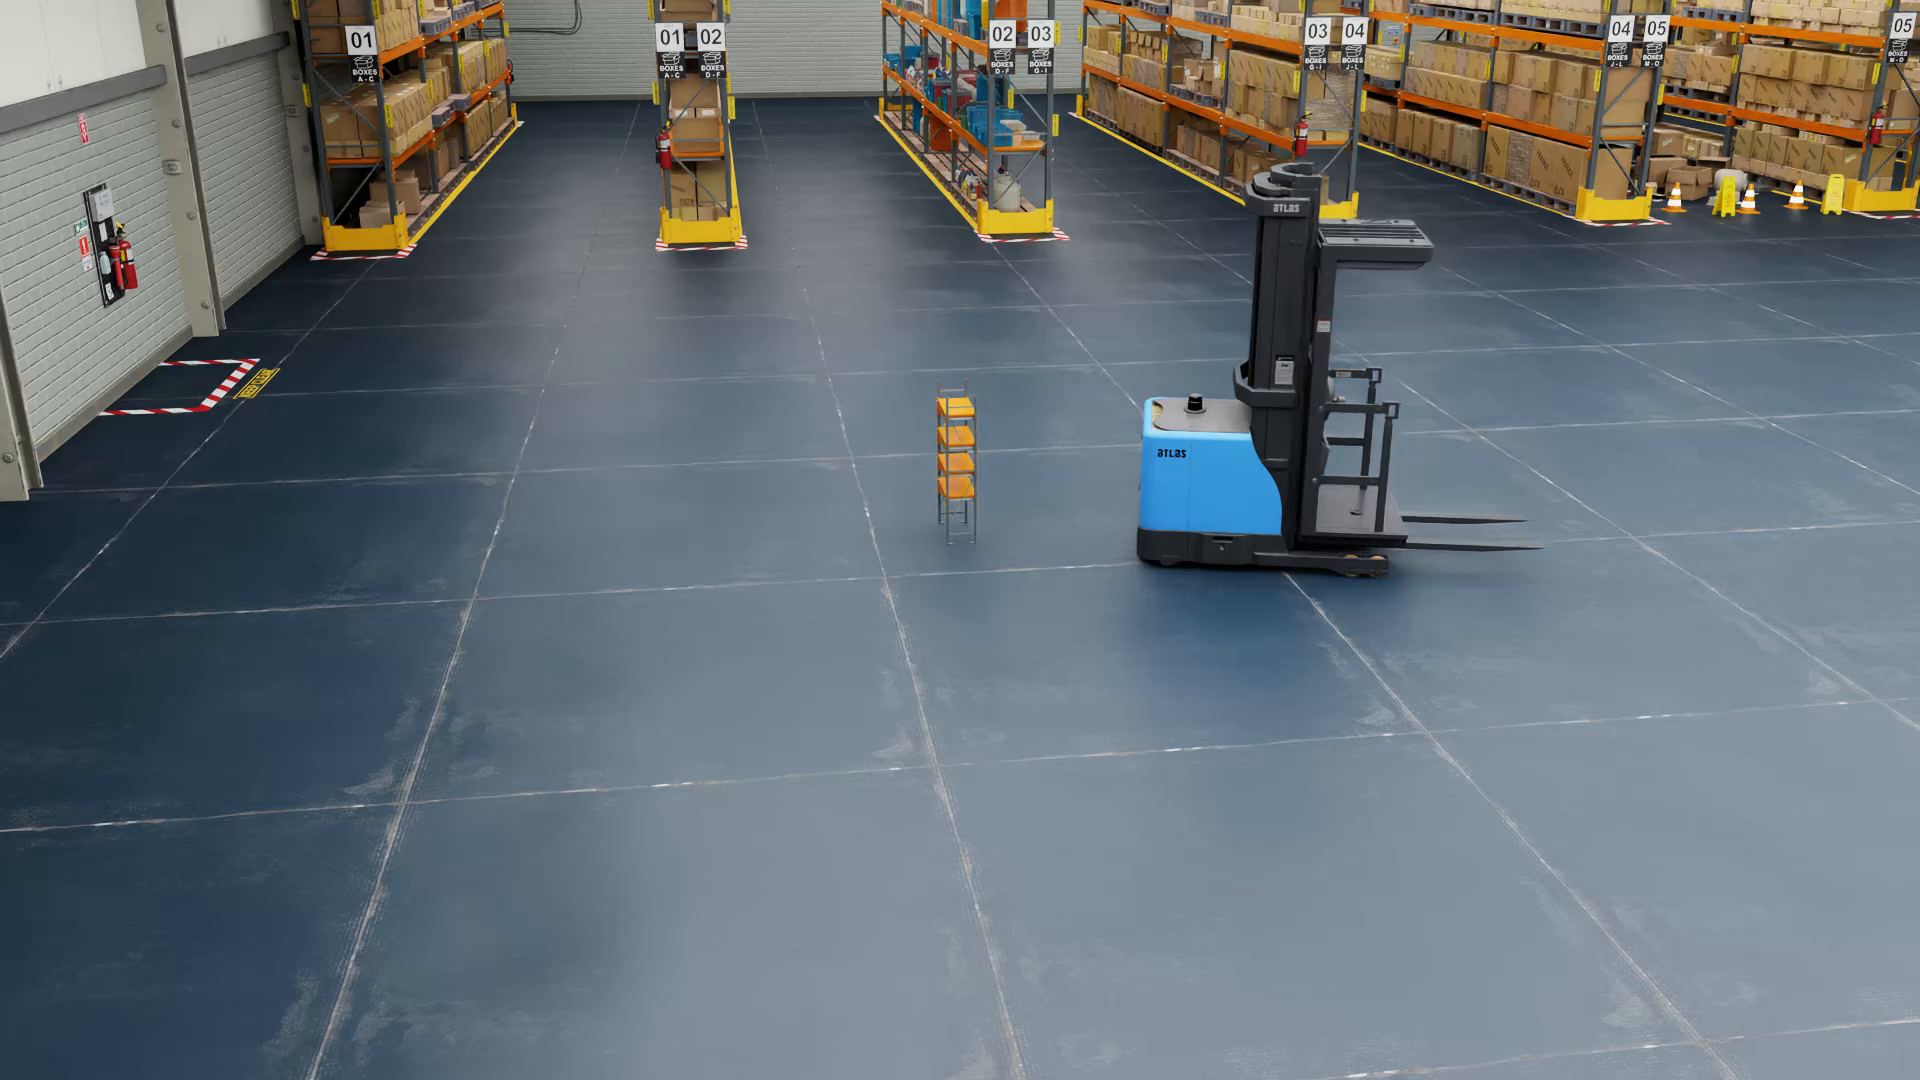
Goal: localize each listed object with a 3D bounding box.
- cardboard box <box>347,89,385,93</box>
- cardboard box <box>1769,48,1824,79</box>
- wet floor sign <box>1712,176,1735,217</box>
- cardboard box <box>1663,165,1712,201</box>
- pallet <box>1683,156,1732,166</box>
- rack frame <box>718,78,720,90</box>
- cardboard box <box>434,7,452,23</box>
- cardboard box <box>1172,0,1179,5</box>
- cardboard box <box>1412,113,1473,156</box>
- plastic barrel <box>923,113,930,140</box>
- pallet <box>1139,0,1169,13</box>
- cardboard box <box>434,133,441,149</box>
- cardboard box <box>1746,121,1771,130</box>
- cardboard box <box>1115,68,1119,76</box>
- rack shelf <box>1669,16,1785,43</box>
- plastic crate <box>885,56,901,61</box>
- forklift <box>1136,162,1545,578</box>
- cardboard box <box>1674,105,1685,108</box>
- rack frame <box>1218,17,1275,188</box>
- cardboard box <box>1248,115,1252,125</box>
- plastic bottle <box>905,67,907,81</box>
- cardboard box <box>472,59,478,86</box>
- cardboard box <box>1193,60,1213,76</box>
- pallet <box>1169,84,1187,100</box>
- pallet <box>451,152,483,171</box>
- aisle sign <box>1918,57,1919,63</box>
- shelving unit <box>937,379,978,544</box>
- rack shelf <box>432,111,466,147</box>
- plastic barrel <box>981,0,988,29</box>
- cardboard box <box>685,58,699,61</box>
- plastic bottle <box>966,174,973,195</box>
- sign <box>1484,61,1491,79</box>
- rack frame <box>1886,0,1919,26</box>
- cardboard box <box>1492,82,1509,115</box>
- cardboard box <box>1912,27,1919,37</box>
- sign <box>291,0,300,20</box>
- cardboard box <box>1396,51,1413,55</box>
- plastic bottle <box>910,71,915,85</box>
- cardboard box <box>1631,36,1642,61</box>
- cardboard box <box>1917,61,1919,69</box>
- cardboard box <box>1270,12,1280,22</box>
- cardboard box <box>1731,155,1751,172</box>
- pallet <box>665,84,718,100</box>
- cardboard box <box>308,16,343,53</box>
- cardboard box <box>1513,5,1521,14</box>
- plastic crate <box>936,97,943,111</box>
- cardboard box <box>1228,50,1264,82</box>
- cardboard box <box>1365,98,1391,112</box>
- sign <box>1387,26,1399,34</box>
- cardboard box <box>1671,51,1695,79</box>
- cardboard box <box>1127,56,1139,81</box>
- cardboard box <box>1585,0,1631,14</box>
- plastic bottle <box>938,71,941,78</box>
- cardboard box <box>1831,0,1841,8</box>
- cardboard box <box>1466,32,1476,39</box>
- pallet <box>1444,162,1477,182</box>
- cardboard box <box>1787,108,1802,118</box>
[{"bbox_3d":[-9.456,-6.909,26.542,0.500,0.500,0.500,-2,21,-6],"label":"cardboard box"},{"bbox_3d":[15.003,-8.532,29.775,0.700,0.500,0.500,-3,21,-9],"label":"cardboard box"},{"bbox_3d":[12.713,-5.711,27.584,0.267,0.644,0.232,-7,21,-17],"label":"wet floor sign"},{"bbox_3d":[12.875,-6.319,29.417,0.637,0.503,0.797,17,27,39],"label":"cardboard box"},{"bbox_3d":[14.943,-7.357,32.611,1.003,0.211,1.213,-3,21,-8],"label":"pallet"},{"bbox_3d":[-5.129,-8.780,32.437,1.000,3.000,0.127,-3,21,-8],"label":"rack frame"},{"bbox_3d":[-9.660,-9.666,30.621,0.500,0.311,0.500,-3,21,-8],"label":"cardboard box"},{"bbox_3d":[4.487,-10.789,32.671,0.500,0.500,0.500,-3,21,-7],"label":"cardboard box"},{"bbox_3d":[9.725,-8.119,33.281,1.050,0.750,0.750,-3,21,-7],"label":"cardboard box"},{"bbox_3d":[-0.477,-8.655,34.949,0.600,0.588,0.708,-3,21,-8],"label":"plastic barrel"},{"bbox_3d":[4.364,-11.203,34.906,1.003,0.211,1.213,-2,21,-5],"label":"pallet"},{"bbox_3d":[-9.776,-7.290,30.321,0.500,0.250,0.500,-3,21,-8],"label":"cardboard box"},{"bbox_3d":[14.834,-7.693,30.857,0.380,0.149,0.250,-3,21,-7],"label":"cardboard box"},{"bbox_3d":[3.729,-10.635,37.762,0.380,0.149,0.250,-3,21,-7],"label":"cardboard box"},{"bbox_3d":[14.769,-10.154,32.857,1.077,0.370,4.000,-3,21,-8],"label":"rack shelf"},{"bbox_3d":[-1.576,-11.418,39.654,0.416,0.233,0.300,-3,21,-8],"label":"plastic crate"},{"bbox_3d":[2.902,-1.282,12.460,3.031,2.935,1.130,2,21,6],"label":"forklift"},{"bbox_3d":[18.295,-11.123,41.682,0.500,0.500,0.500,-3,21,-7],"label":"cardboard box"},{"bbox_3d":[5.251,-7.894,30.064,1.000,3.000,0.127,-3,21,-8],"label":"rack frame"},{"bbox_3d":[5.188,-7.255,28.712,0.380,0.149,0.250,-3,21,-8],"label":"cardboard box"},{"bbox_3d":[-1.173,-10.211,36.434,0.061,0.283,0.133,-3,21,-8],"label":"plastic bottle"},{"bbox_3d":[-10.067,-9.439,33.605,0.500,0.500,0.500,-2,21,-6],"label":"cardboard box"},{"bbox_3d":[4.971,-9.149,32.681,0.700,0.500,0.500,0,20,0],"label":"cardboard box"},{"bbox_3d":[4.882,-8.947,33.159,1.213,0.211,1.003,-3,21,-8],"label":"pallet"},{"bbox_3d":[-10.070,-7.500,32.994,1.003,0.211,1.213,-3,21,-8],"label":"pallet"},{"bbox_3d":[15.949,-8.220,27.223,0.394,0.787,0.004,-3,21,-8],"label":"aisle sign"},{"bbox_3d":[-0.024,-0.619,13.160,0.258,1.200,0.503,-3,21,-8],"label":"shelving unit"},{"bbox_3d":[-9.743,-7.500,30.037,1.077,0.370,4.000,-3,21,-8],"label":"rack shelf"},{"bbox_3d":[0.636,-8.337,26.095,0.600,0.588,0.600,0,20,0],"label":"plastic barrel"},{"bbox_3d":[-4.409,-7.722,27.606,0.700,0.500,0.500,-3,21,-8],"label":"cardboard box"},{"bbox_3d":[0.170,-6.032,28.235,0.144,0.351,0.185,-2,21,-6],"label":"plastic bottle"},{"bbox_3d":[9.638,-8.583,30.369,0.100,0.325,0.005,-3,21,-8],"label":"sign"},{"bbox_3d":[15.634,-9.819,26.644,1.000,3.000,0.127,-3,21,-8],"label":"rack frame"},{"bbox_3d":[10.238,-8.052,30.273,0.875,0.550,0.550,-3,21,-8],"label":"cardboard box"},{"bbox_3d":[15.907,-8.427,27.564,0.380,0.149,0.250,-3,21,-8],"label":"cardboard box"},{"bbox_3d":[-9.430,-7.558,23.613,0.100,0.325,0.005,-3,21,-8],"label":"sign"},{"bbox_3d":[9.571,-10.385,35.642,0.380,0.149,0.250,-2,21,-5],"label":"cardboard box"},{"bbox_3d":[-0.981,-9.855,35.494,0.152,0.276,0.135,-3,21,-8],"label":"plastic bottle"},{"bbox_3d":[14.147,-10.459,35.361,0.500,0.500,0.500,-3,21,-9],"label":"cardboard box"},{"bbox_3d":[19.486,-9.544,33.412,0.380,0.149,0.250,-3,21,-7],"label":"cardboard box"},{"bbox_3d":[5.298,-8.562,27.209,0.380,0.149,0.250,-4,21,-10],"label":"cardboard box"},{"bbox_3d":[14.875,-7.084,31.226,0.500,0.250,0.500,-4,21,-10],"label":"cardboard box"},{"bbox_3d":[-5.297,-8.921,33.090,1.213,0.211,1.003,-3,21,-8],"label":"pallet"},{"bbox_3d":[-9.188,-7.352,24.156,0.500,0.500,0.500,-1,21,-4],"label":"cardboard box"},{"bbox_3d":[9.963,-9.321,29.213,0.380,0.149,0.250,-3,21,-8],"label":"cardboard box"},{"bbox_3d":[-0.181,-8.133,31.008,0.450,0.188,0.662,-3,21,-8],"label":"plastic crate"},{"bbox_3d":[5.064,-8.380,29.368,0.500,0.500,0.500,-3,21,-8],"label":"cardboard box"},{"bbox_3d":[9.097,-9.445,36.119,0.500,0.250,0.500,-2,21,-6],"label":"cardboard box"},{"bbox_3d":[12.435,-14.645,47.753,0.327,0.218,0.001,-3,21,-8],"label":"sign"},{"bbox_3d":[14.546,-9.457,33.080,0.500,0.500,0.500,-4,21,-10],"label":"cardboard box"},{"bbox_3d":[3.990,-10.364,36.536,0.500,0.500,0.500,-3,21,-8],"label":"cardboard box"},{"bbox_3d":[10.403,-8.597,26.706,0.500,0.250,0.500,-3,21,-7],"label":"cardboard box"},{"bbox_3d":[-0.423,-9.919,35.671,0.097,0.271,0.097,0,20,0],"label":"plastic bottle"},{"bbox_3d":[15.213,-9.218,28.541,0.380,0.149,0.250,-4,21,-9],"label":"cardboard box"},{"bbox_3d":[13.115,-12.883,41.850,0.500,0.500,0.500,-3,21,-9],"label":"cardboard box"},{"bbox_3d":[9.987,-7.066,31.833,1.003,0.211,1.213,-3,21,-8],"label":"pallet"},{"bbox_3d":[15.024,-7.621,29.693,0.380,0.149,0.250,-3,21,-8],"label":"cardboard box"}]
